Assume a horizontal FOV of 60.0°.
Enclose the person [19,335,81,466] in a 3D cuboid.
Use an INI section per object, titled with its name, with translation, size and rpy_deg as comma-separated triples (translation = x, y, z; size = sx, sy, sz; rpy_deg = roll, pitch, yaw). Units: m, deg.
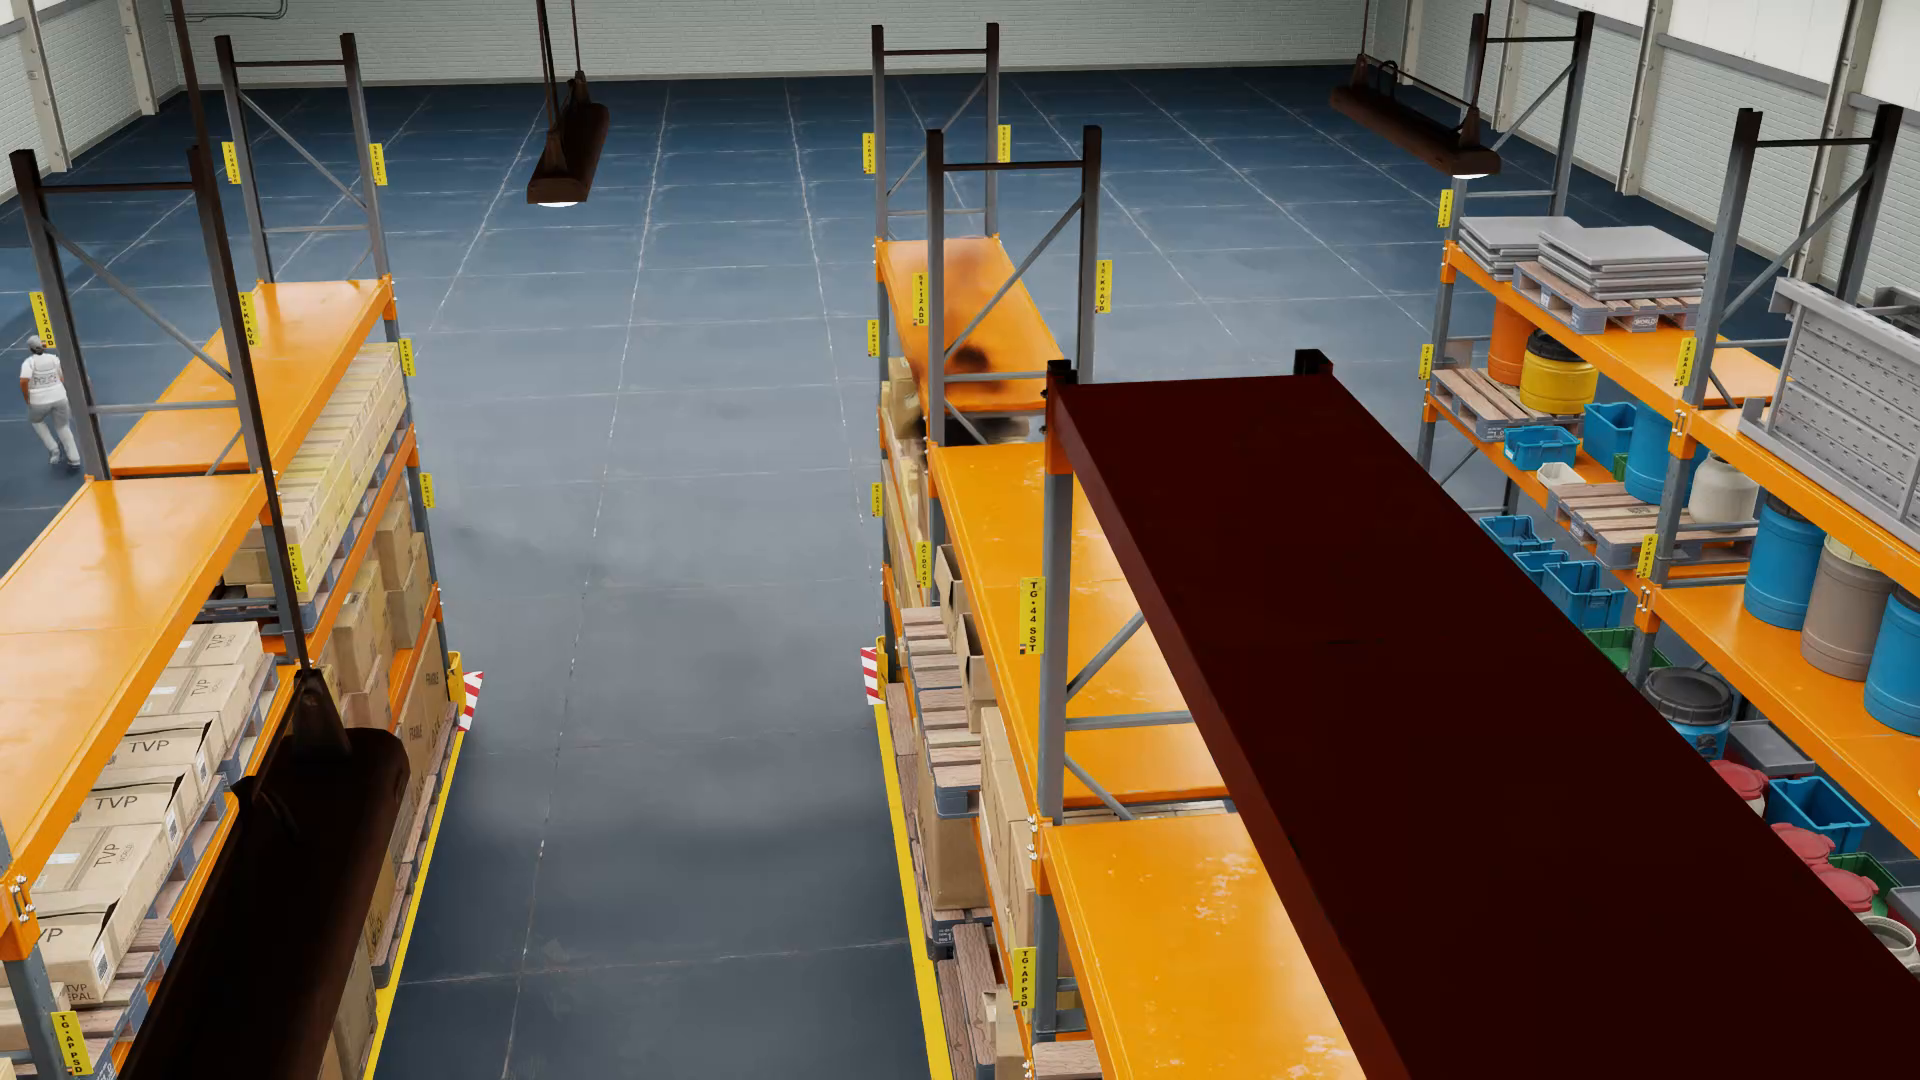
[person]
translation = -11.037, -1.667, 20.124
size = 0.605, 1.655, 0.646
rpy_deg = -22, 33, -39
